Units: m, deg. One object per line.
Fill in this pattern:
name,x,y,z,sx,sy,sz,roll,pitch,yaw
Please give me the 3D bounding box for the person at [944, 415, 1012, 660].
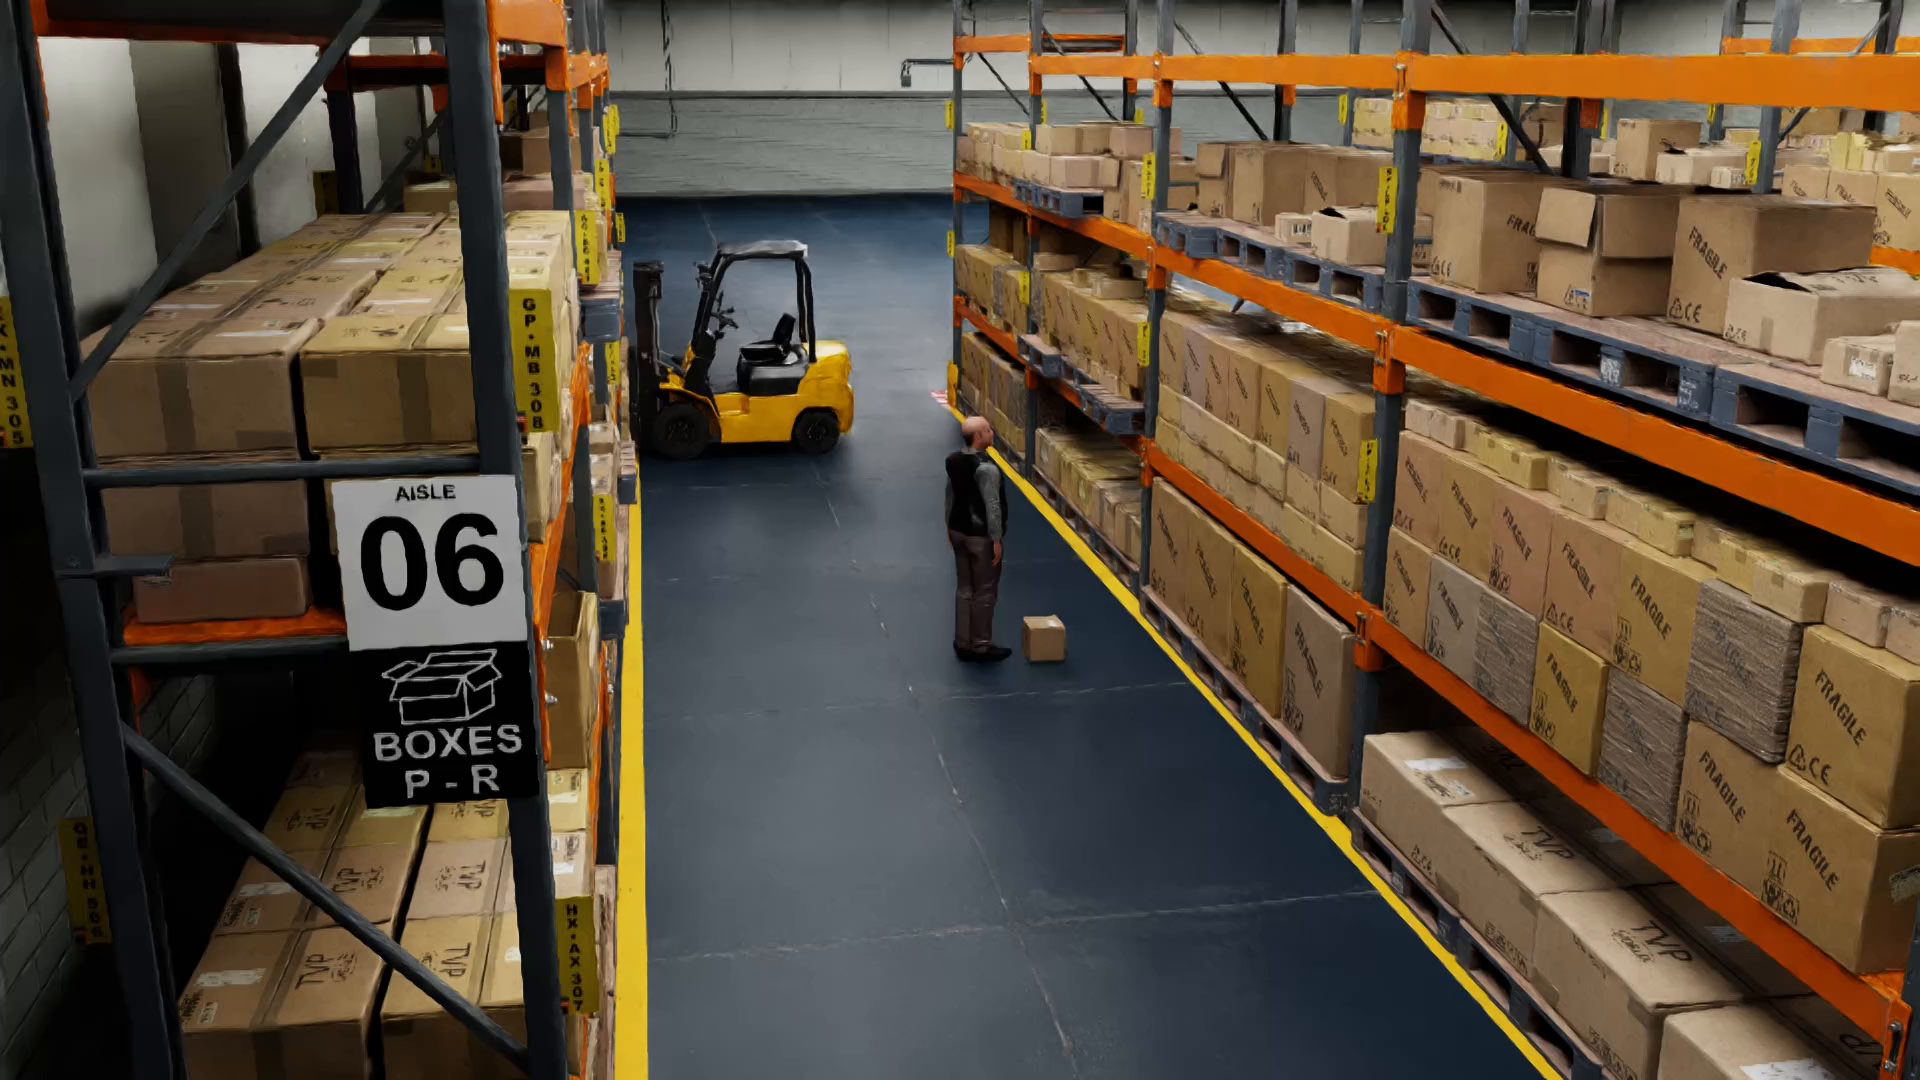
person,0.110,-0.027,11.620,0.366,1.727,0.634,-12,20,-36
